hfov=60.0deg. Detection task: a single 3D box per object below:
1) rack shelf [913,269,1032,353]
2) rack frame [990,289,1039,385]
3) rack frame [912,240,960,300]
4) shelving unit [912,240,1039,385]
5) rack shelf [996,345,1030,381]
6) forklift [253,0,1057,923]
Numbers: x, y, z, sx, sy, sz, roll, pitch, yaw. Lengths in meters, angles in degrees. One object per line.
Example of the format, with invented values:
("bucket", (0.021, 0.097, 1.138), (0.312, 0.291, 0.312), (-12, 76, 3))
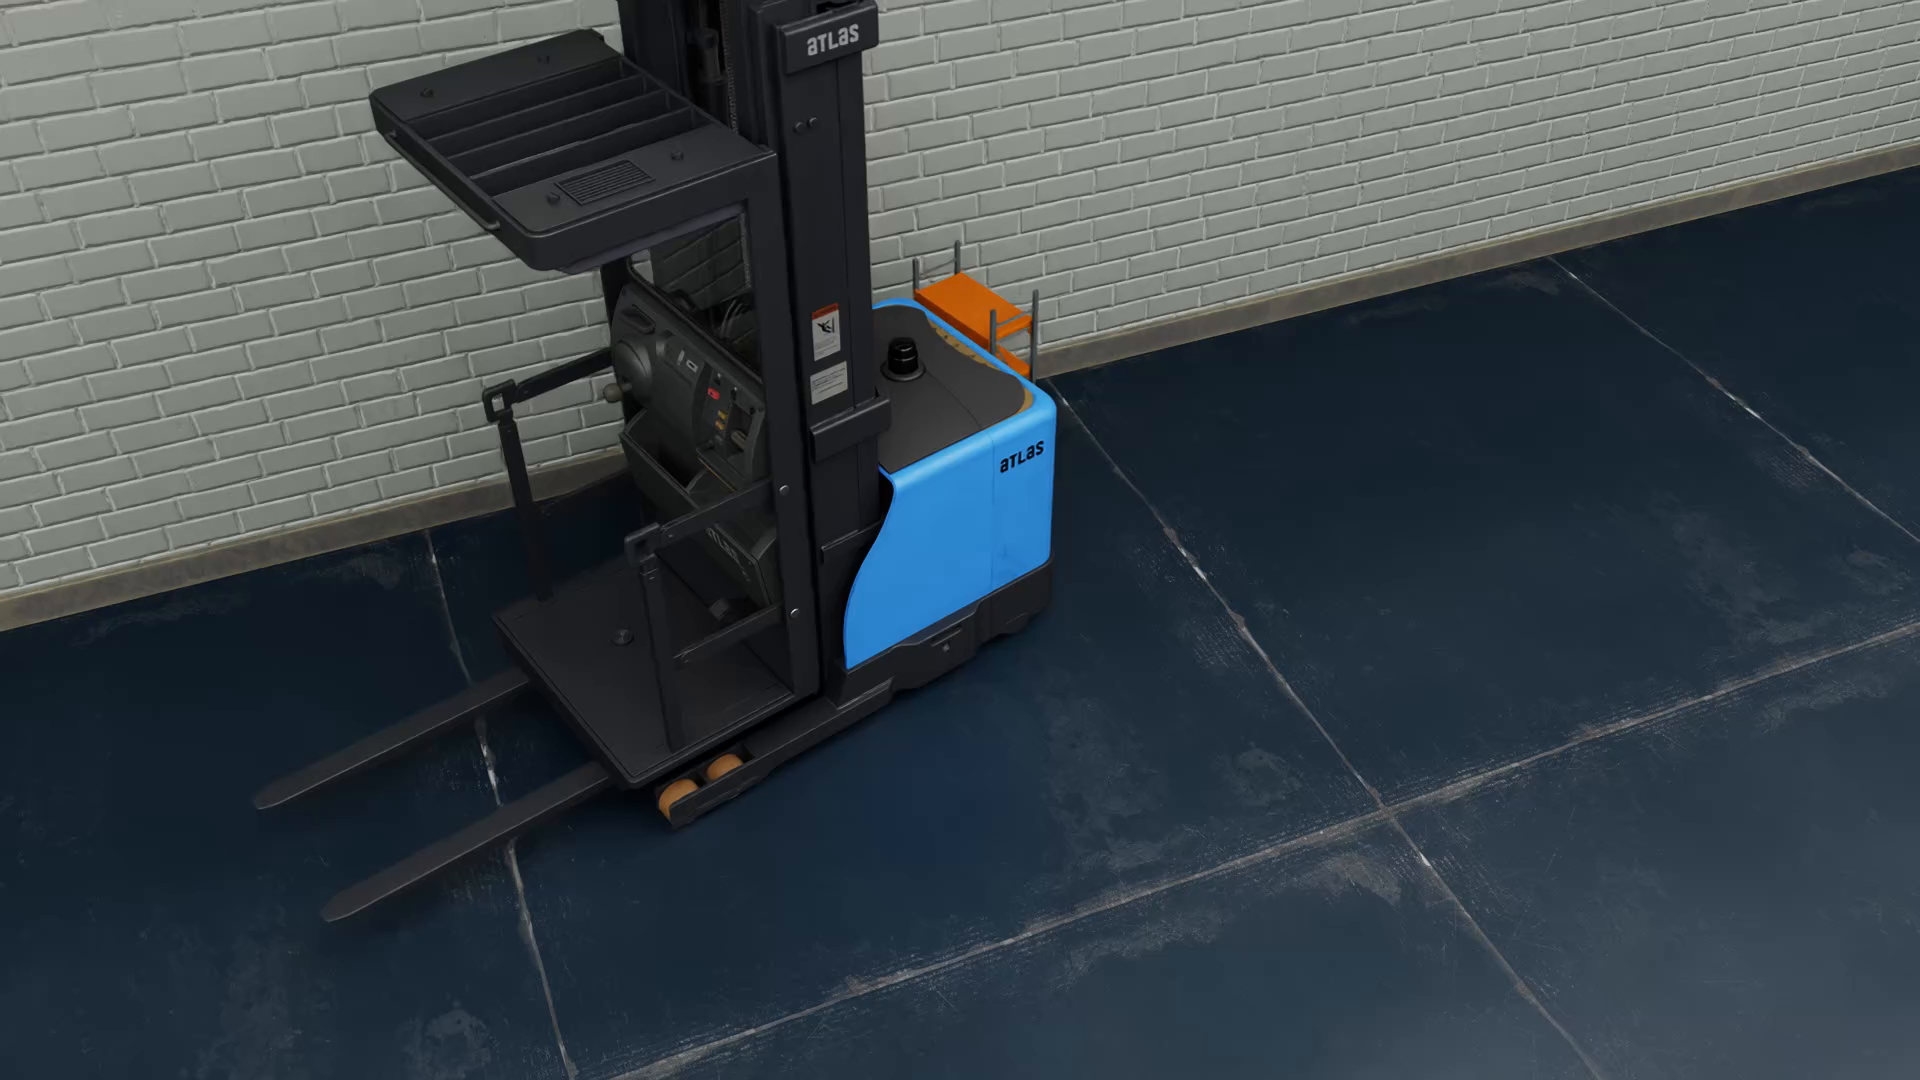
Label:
("rack shelf", (0.059, -0.903, 6.777), (0.258, 0.148, 0.480), (-28, 48, -29))
("rack frame", (0.214, -0.482, 6.890), (0.240, 1.200, 0.015), (-28, 48, -29))
("rack frame", (-0.095, -0.728, 7.177), (0.240, 1.200, 0.015), (-28, 48, -29))
("shelving unit", (0.059, -0.605, 7.033), (0.258, 1.200, 0.503), (-28, 48, -29))
("rack shelf", (0.059, -0.724, 6.931), (0.258, 0.148, 0.480), (-28, 48, -29))
("forklift", (-1.093, -0.469, 5.548), (3.031, 2.935, 1.130), (-27, 48, -28))
